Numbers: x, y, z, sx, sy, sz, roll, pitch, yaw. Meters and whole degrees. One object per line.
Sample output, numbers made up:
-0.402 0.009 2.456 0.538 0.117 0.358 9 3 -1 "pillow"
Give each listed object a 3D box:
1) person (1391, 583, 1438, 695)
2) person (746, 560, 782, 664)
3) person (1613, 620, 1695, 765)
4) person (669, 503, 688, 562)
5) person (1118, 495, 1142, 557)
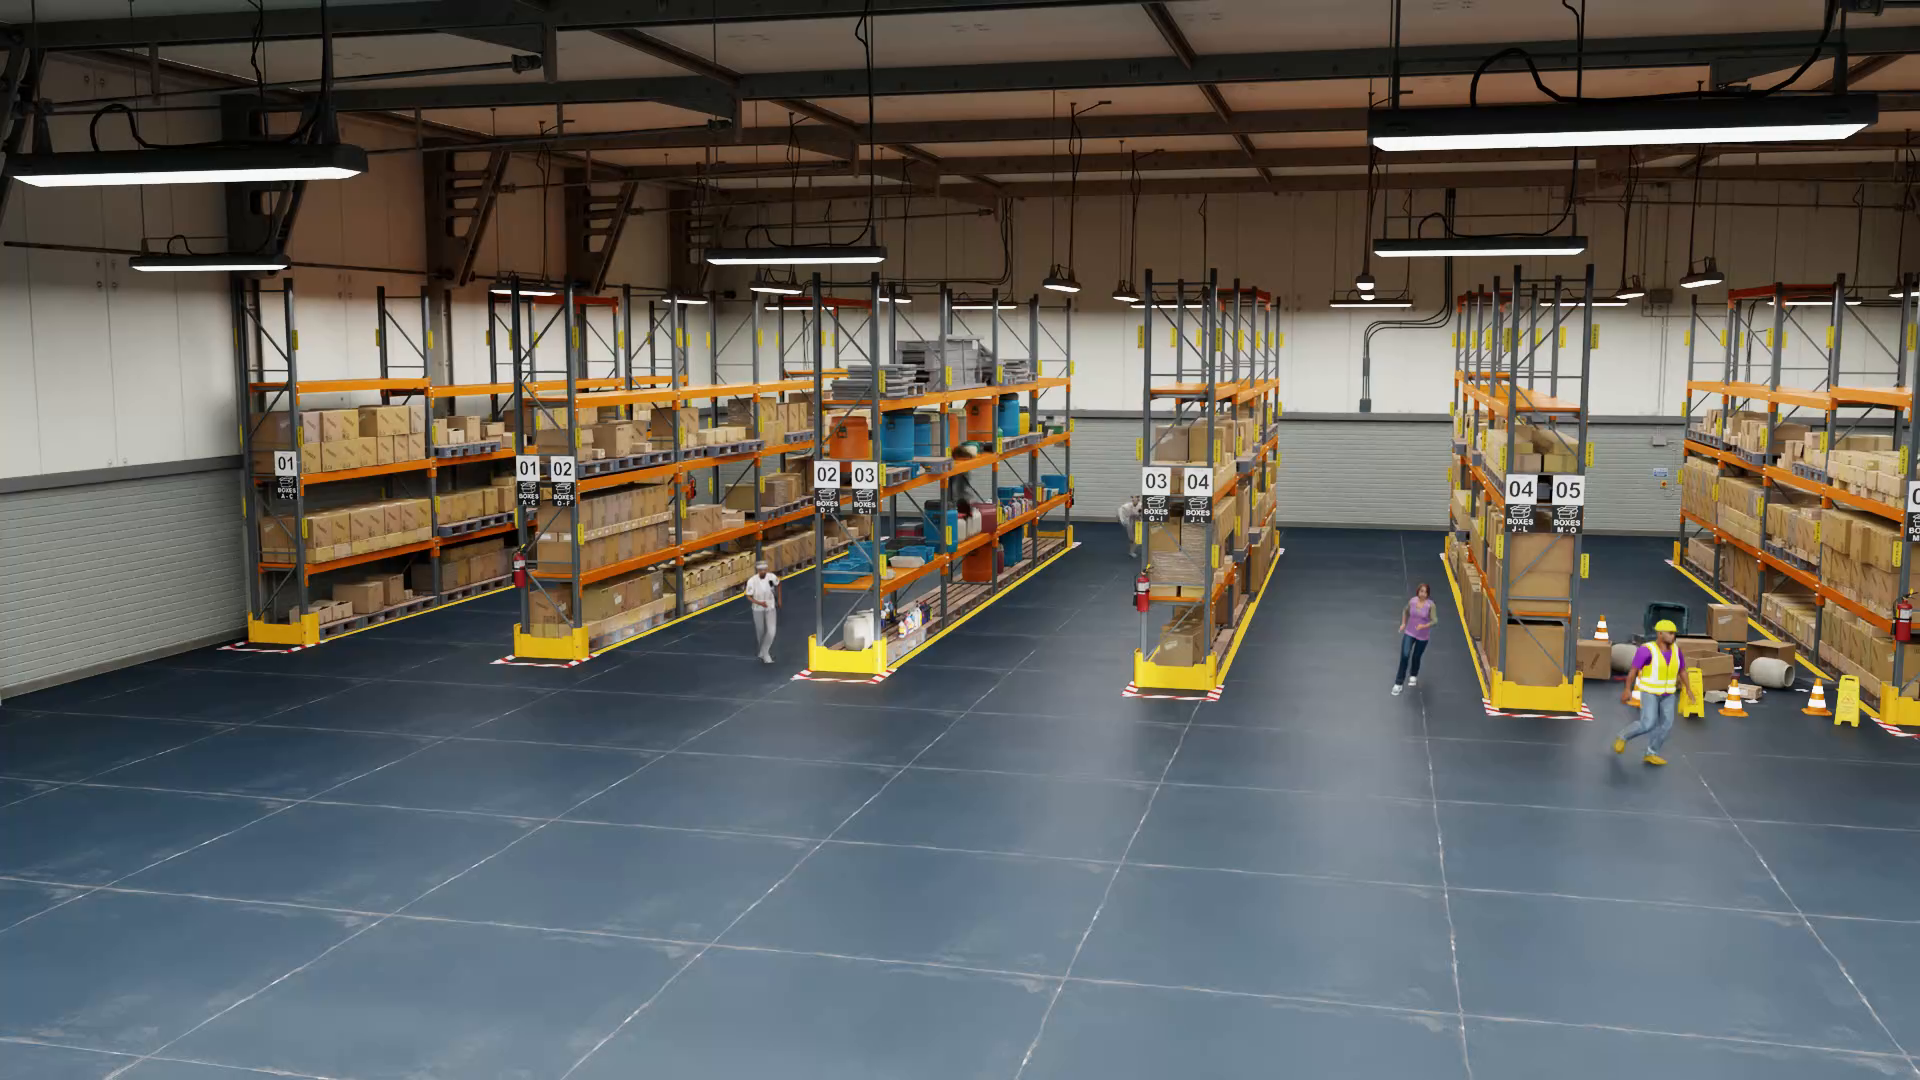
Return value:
6.482 1.373 23.582 0.578 1.552 0.872 3 7 21 "person"
-3.055 1.101 25.962 0.544 1.660 0.764 -1 7 -5 "person"
8.210 1.787 19.695 0.728 1.727 0.685 -2 7 -15 "person"
-5.956 -0.008 35.247 0.604 1.685 0.725 1 7 12 "person"
3.987 -0.336 38.544 0.633 1.488 0.801 0 7 -2 "person"
